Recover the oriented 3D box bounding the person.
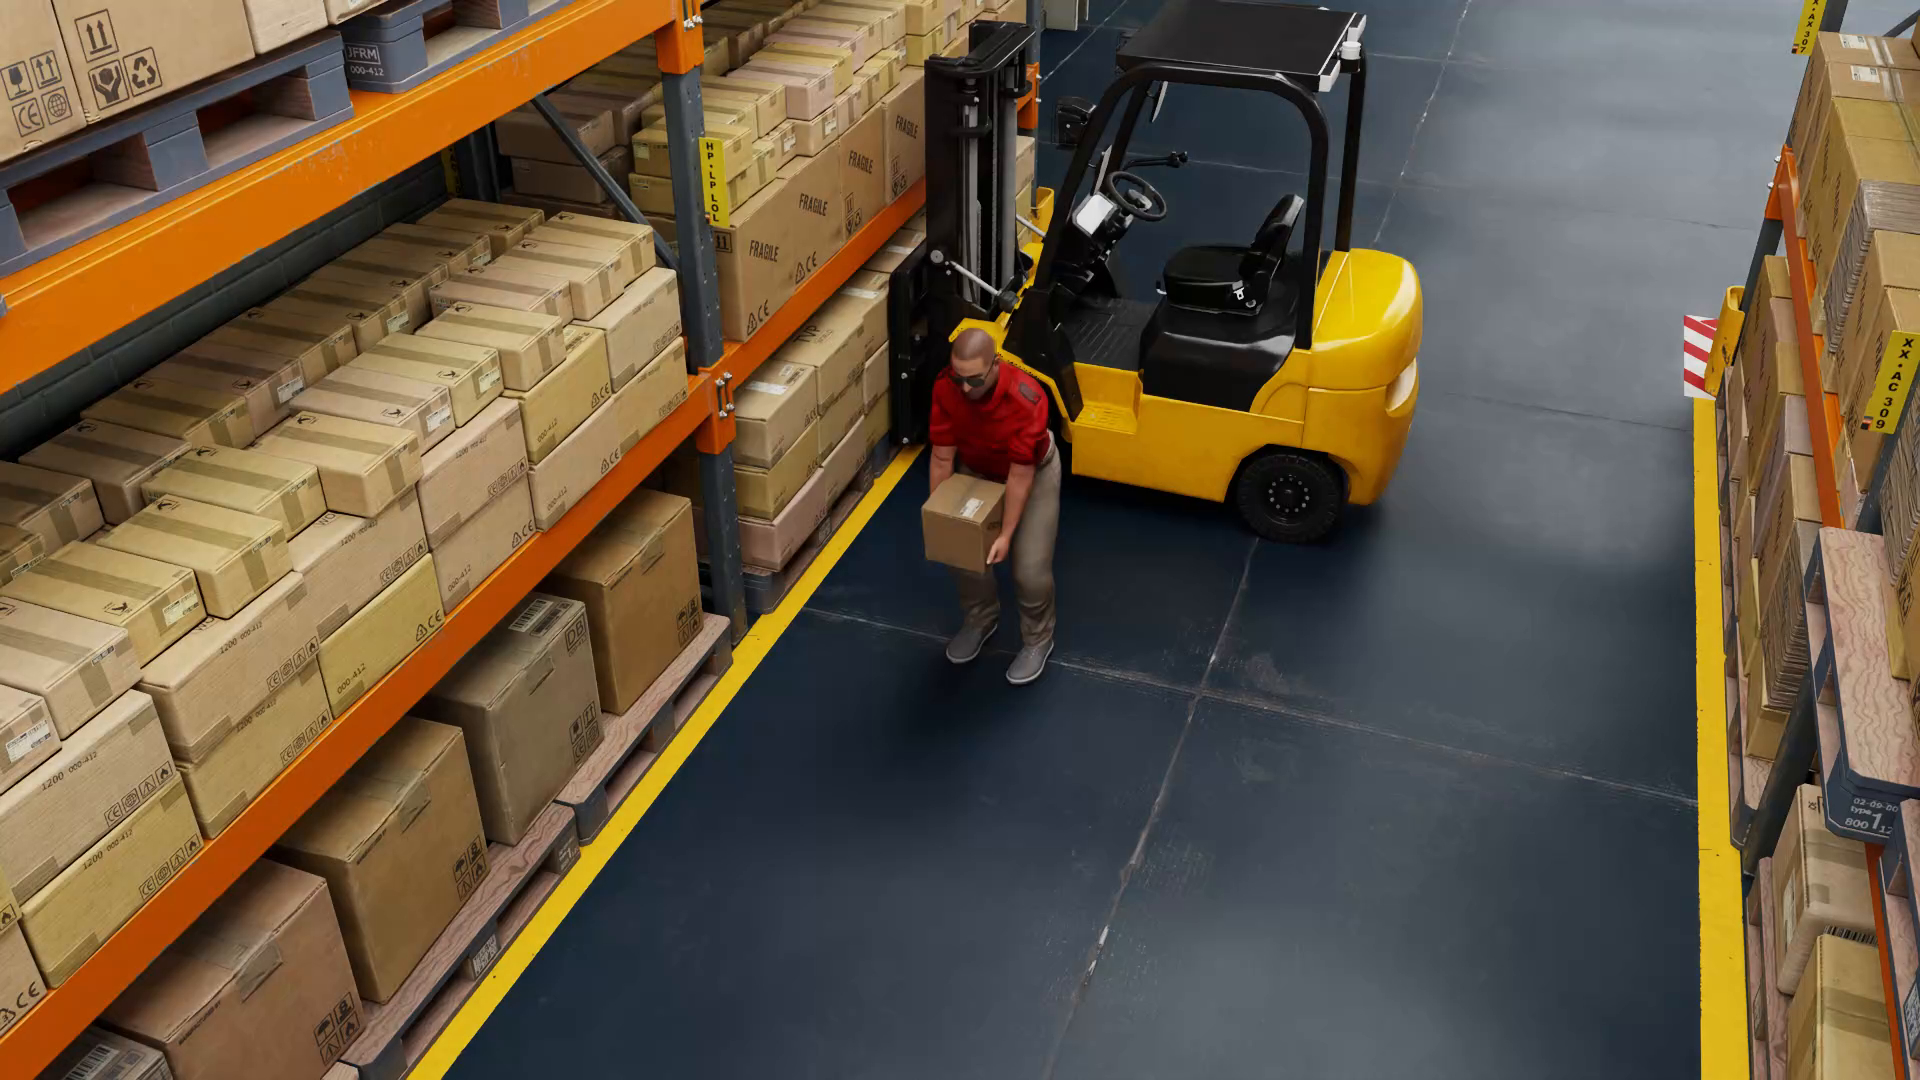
[{"bbox_3d":[0.140,-0.158,6.494,0.482,1.632,0.625,17,37,24],"label":"person"}]
